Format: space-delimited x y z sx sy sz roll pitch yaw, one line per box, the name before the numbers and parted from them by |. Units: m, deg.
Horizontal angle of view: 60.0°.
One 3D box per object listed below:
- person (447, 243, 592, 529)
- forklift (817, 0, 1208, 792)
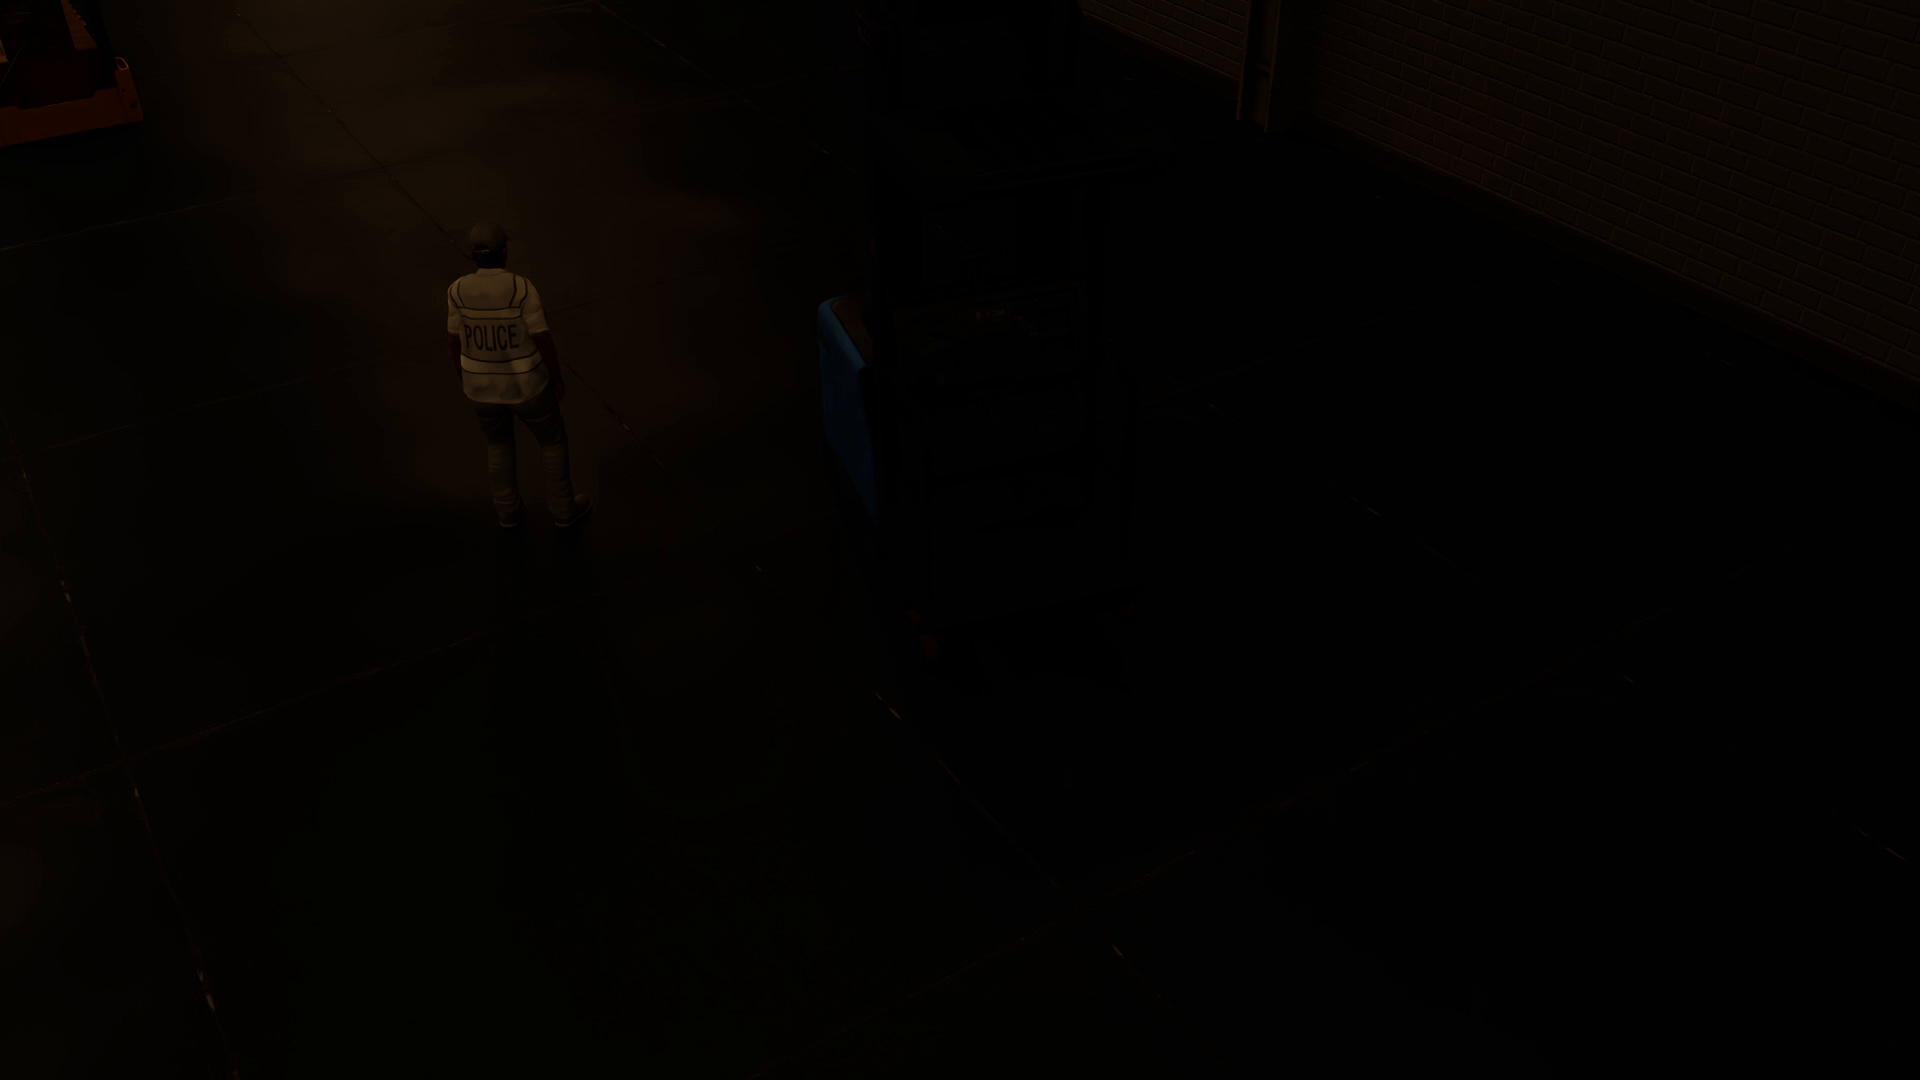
person | -2.256 -0.780 8.375 0.542 1.650 0.405 1 35 2
forklift | 0.221 -0.868 7.383 1.130 2.935 3.031 -12 37 -16
